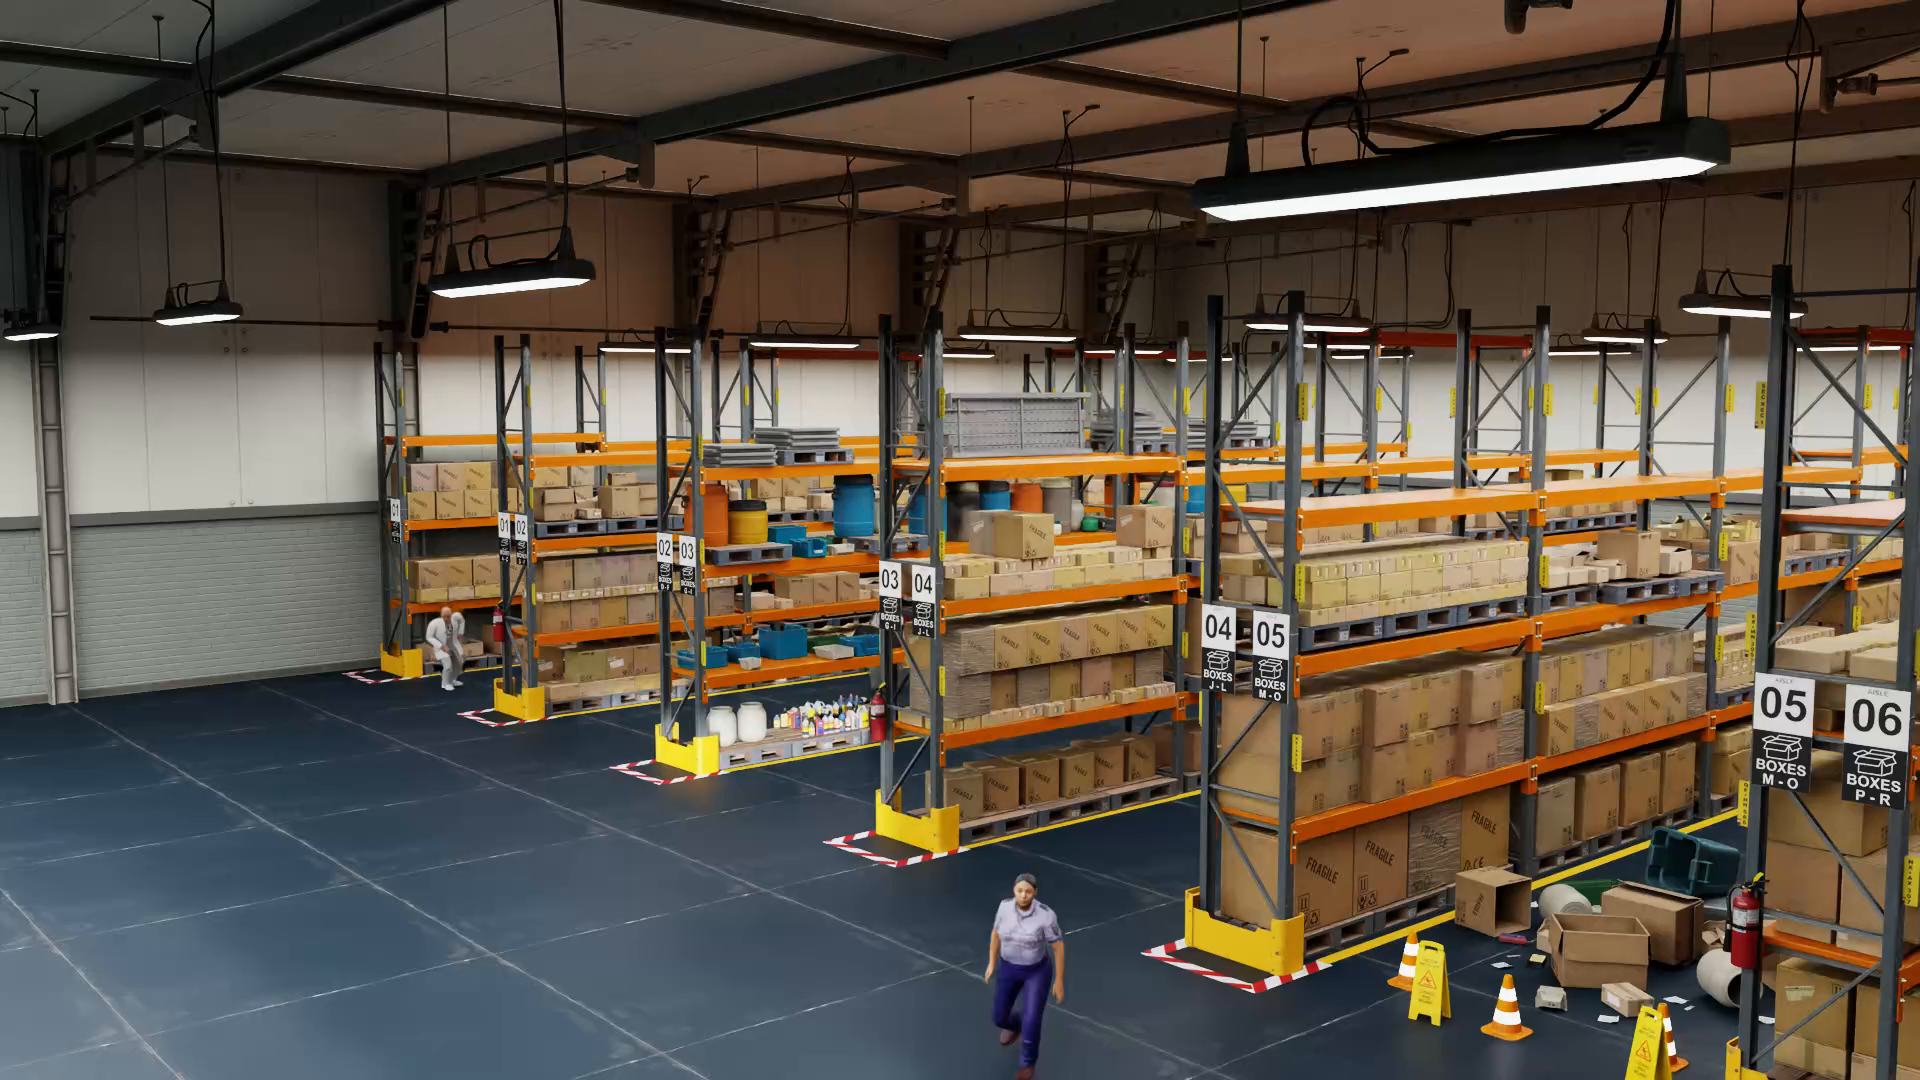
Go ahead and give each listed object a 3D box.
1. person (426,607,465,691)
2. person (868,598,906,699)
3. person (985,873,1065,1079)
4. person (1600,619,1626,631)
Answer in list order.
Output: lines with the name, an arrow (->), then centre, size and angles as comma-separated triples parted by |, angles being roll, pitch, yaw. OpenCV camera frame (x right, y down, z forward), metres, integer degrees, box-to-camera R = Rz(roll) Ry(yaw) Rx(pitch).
person -> -8.782, 1.839, 28.380 | 0.734, 1.502, 0.947 | -4, 7, -41
person -> -1.252, 1.795, 27.942 | 0.586, 1.725, 0.823 | 4, 7, 37
person -> 0.537, 3.240, 12.588 | 0.646, 1.571, 0.686 | 2, 5, 17
person -> 10.364, 1.926, 26.345 | 0.816, 1.746, 0.584 | -3, 6, -33
